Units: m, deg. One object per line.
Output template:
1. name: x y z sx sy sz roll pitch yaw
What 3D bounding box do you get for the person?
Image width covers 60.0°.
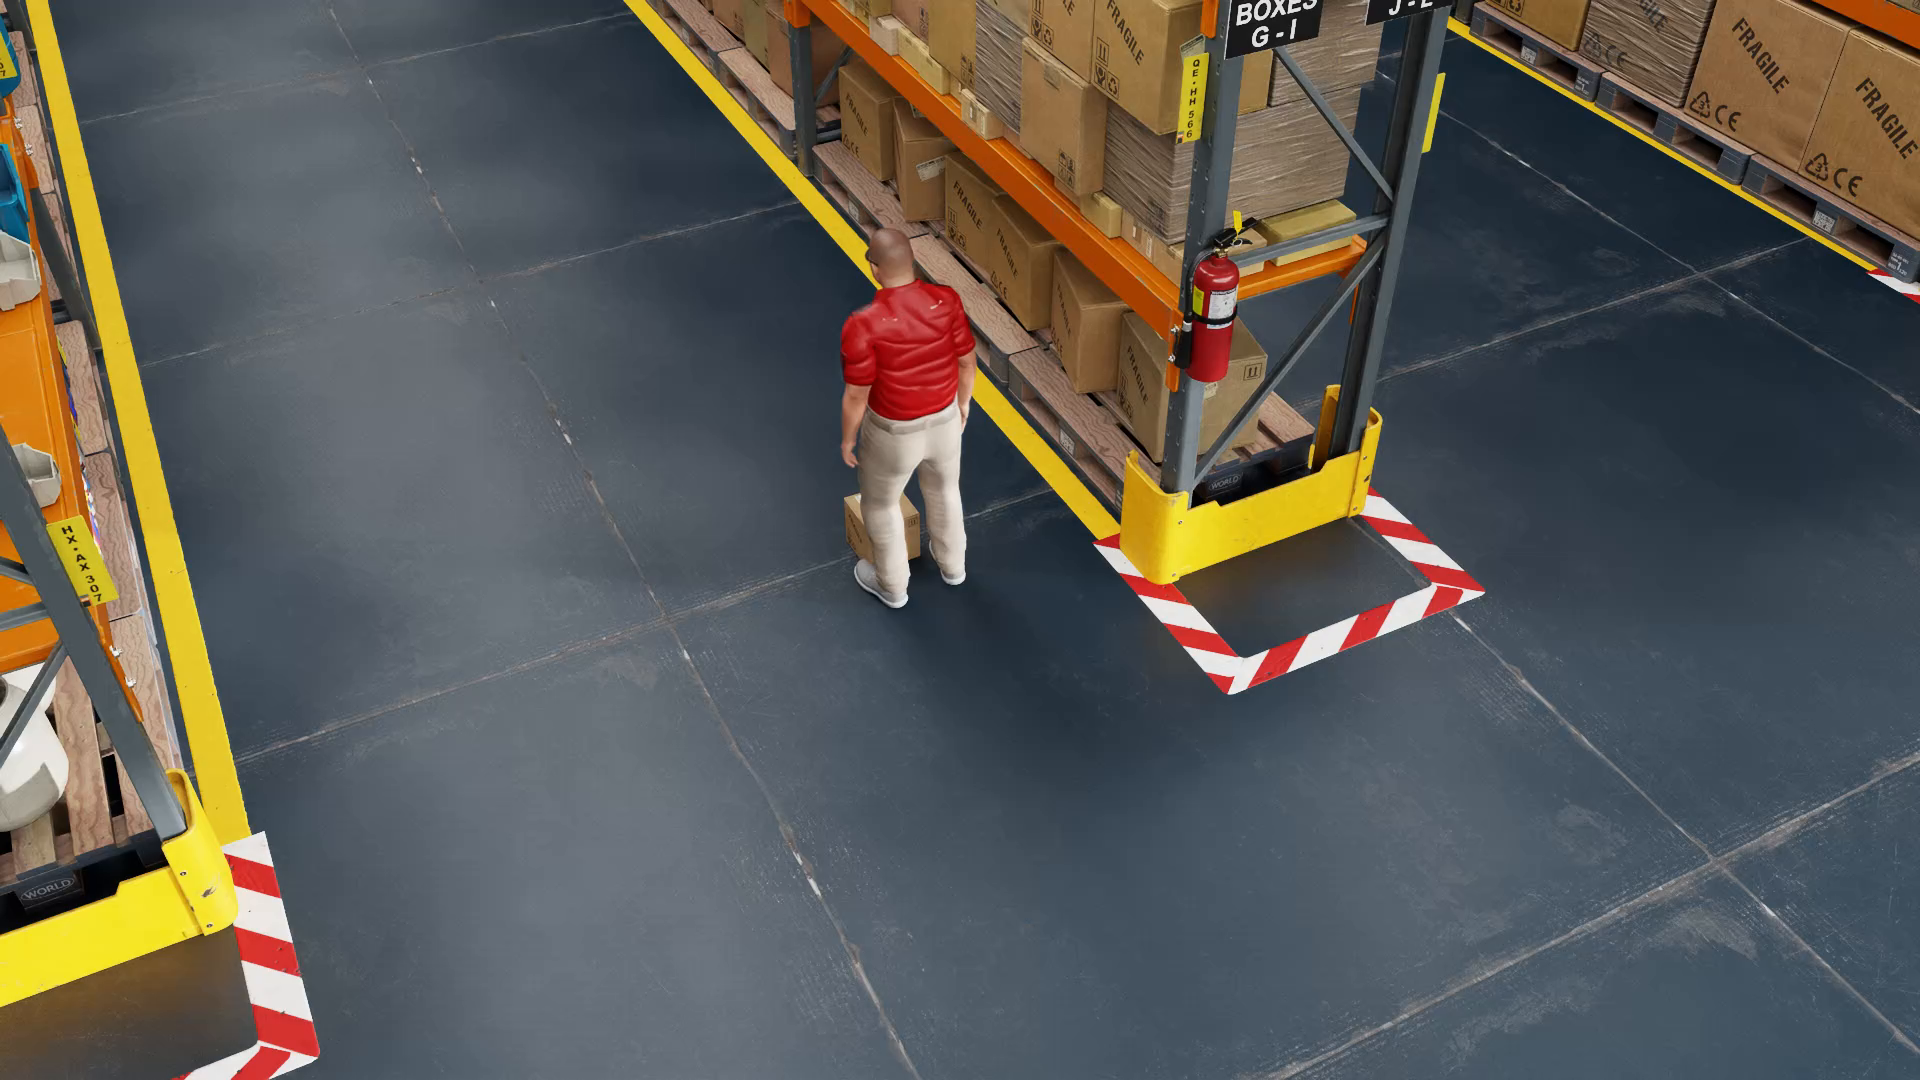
1. person: -0.214 -0.470 6.710 0.584 1.726 0.395 -19 45 -21
